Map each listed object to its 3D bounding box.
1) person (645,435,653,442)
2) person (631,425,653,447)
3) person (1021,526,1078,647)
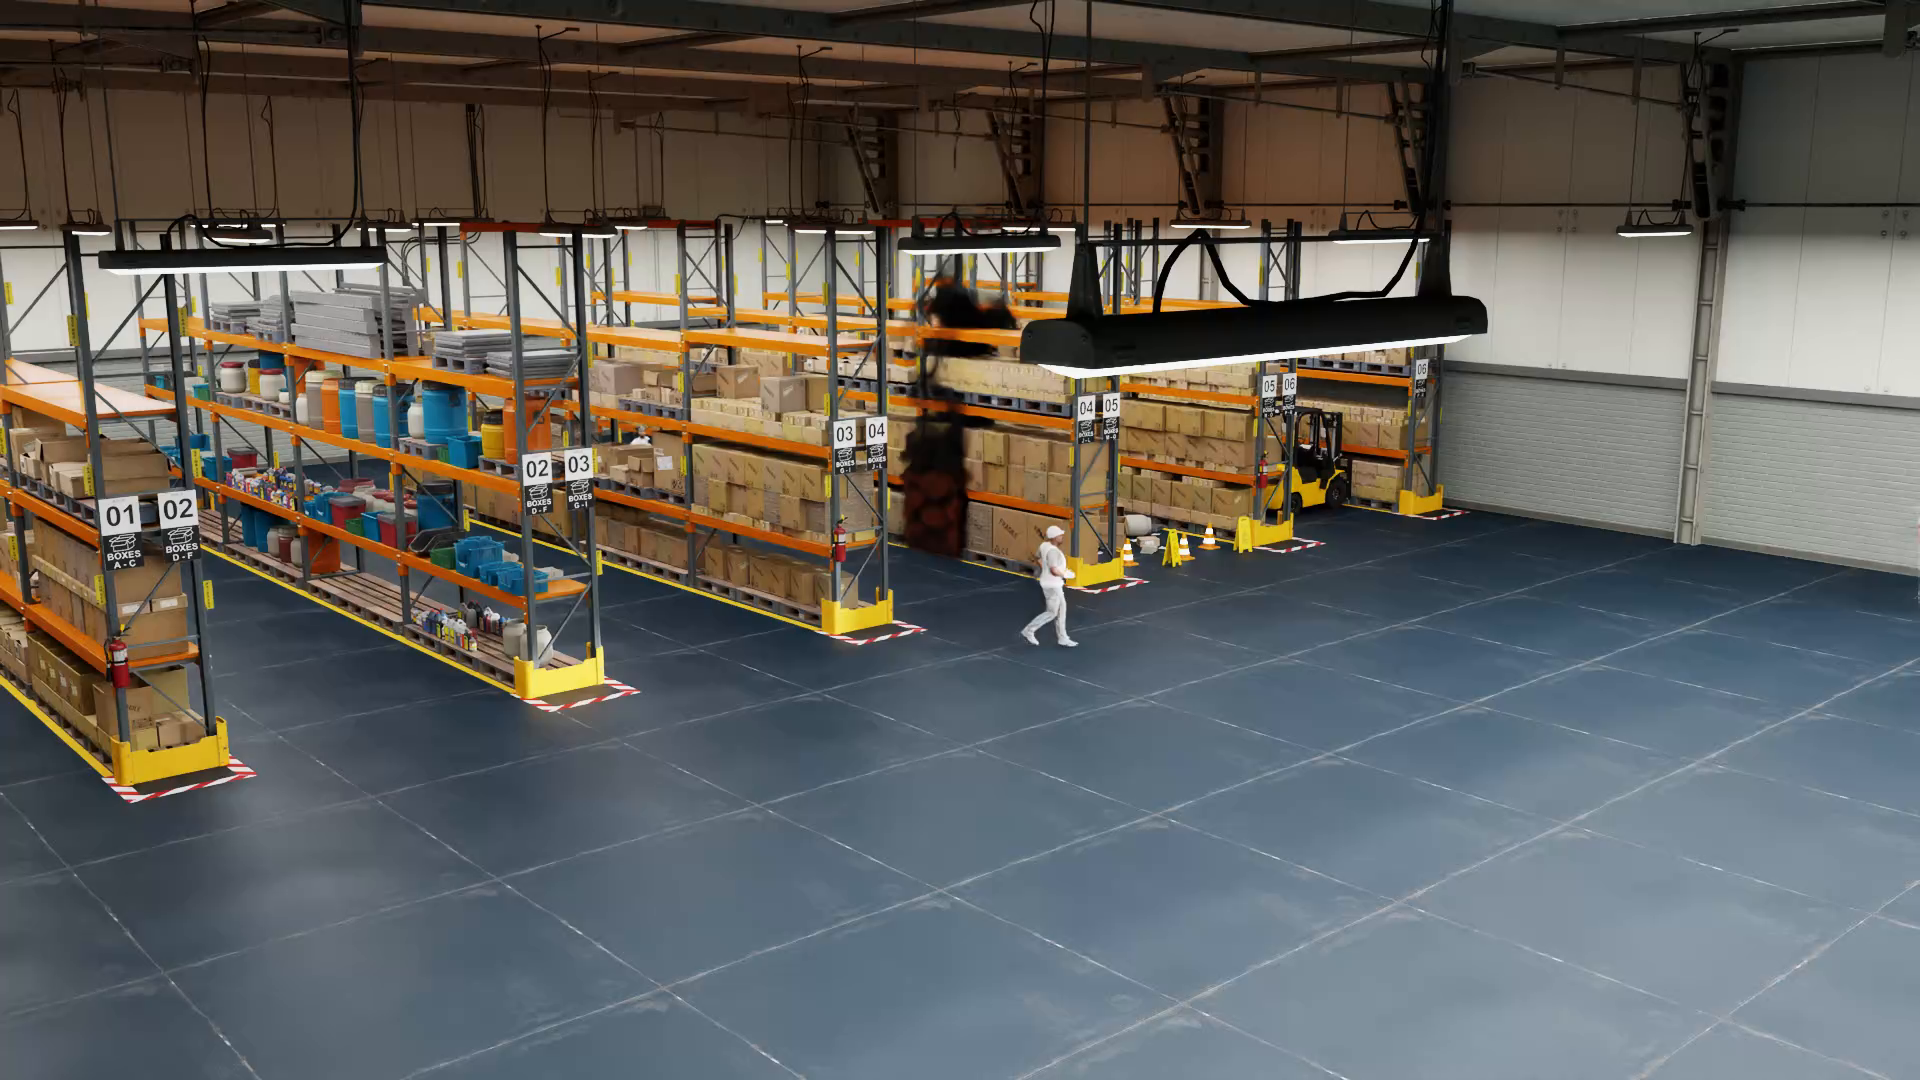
[{"bbox_3d":[-7.661,-2.697,41.197,0.772,1.613,0.594,2,12,12],"label":"person"},{"bbox_3d":[-6.775,-1.631,35.705,0.618,1.718,0.862,-8,14,-35],"label":"person"},{"bbox_3d":[1.302,0.678,24.012,0.861,1.796,0.706,-1,11,-5],"label":"person"}]
